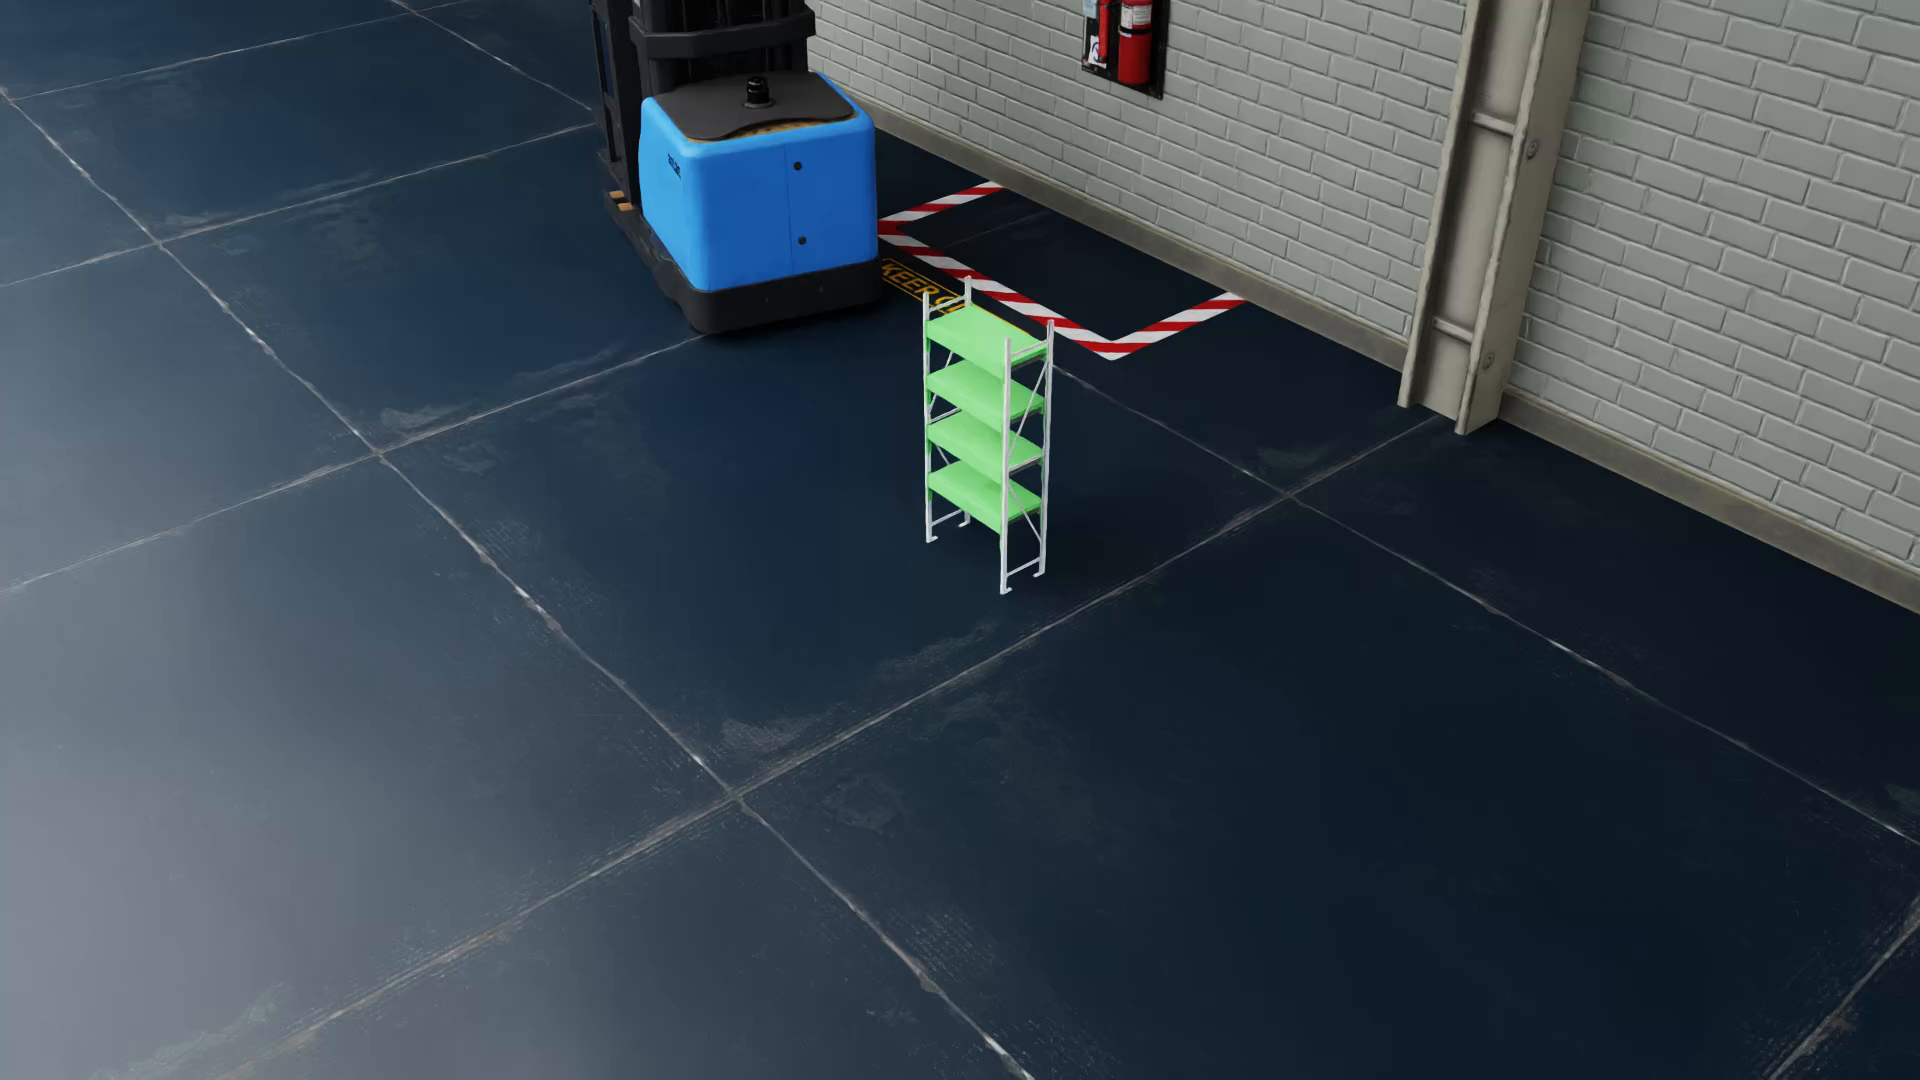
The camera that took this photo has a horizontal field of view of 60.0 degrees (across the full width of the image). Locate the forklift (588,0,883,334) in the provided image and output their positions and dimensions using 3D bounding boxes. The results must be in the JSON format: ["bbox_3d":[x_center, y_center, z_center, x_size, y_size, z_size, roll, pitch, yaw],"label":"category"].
[{"bbox_3d":[-1.482,-3.112,9.108,1.130,2.935,3.031,-14,38,-19],"label":"forklift"}]

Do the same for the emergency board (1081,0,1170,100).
[{"bbox_3d":[0.831,-2.971,8.849,0.194,1.169,0.643,-26,43,-32],"label":"emergency board"}]

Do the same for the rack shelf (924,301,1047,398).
[{"bbox_3d":[0.107,-0.756,6.560,0.258,0.148,0.480,-26,43,-32],"label":"rack shelf"}]

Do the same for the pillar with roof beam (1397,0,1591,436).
[{"bbox_3d":[-0.892,-2.708,3.287,9.100,9.000,0.400,-26,43,-32],"label":"pillar with roof beam"}]

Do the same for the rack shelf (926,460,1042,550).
[{"bbox_3d":[0.107,-0.169,6.976,0.258,0.148,0.480,-26,43,-32],"label":"rack shelf"}]

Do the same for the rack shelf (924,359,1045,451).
[{"bbox_3d":[0.107,-0.560,6.698,0.258,0.148,0.480,-26,43,-32],"label":"rack shelf"}]

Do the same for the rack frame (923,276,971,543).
[{"bbox_3d":[-0.051,-0.524,6.952,0.240,1.200,0.015,-26,43,-32],"label":"rack frame"}]

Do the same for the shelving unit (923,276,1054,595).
[{"bbox_3d":[0.107,-0.417,6.800,0.258,1.200,0.503,-26,43,-32],"label":"shelving unit"}]

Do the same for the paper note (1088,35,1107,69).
[{"bbox_3d":[0.769,-2.715,9.250,0.016,0.148,0.142,-26,43,-32],"label":"paper note"}]

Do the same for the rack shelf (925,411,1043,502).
[{"bbox_3d":[0.107,-0.364,6.837,0.258,0.148,0.480,-26,43,-32],"label":"rack shelf"}]

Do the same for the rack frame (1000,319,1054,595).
[{"bbox_3d":[0.264,-0.309,6.648,0.240,1.200,0.015,-26,43,-32],"label":"rack frame"}]
